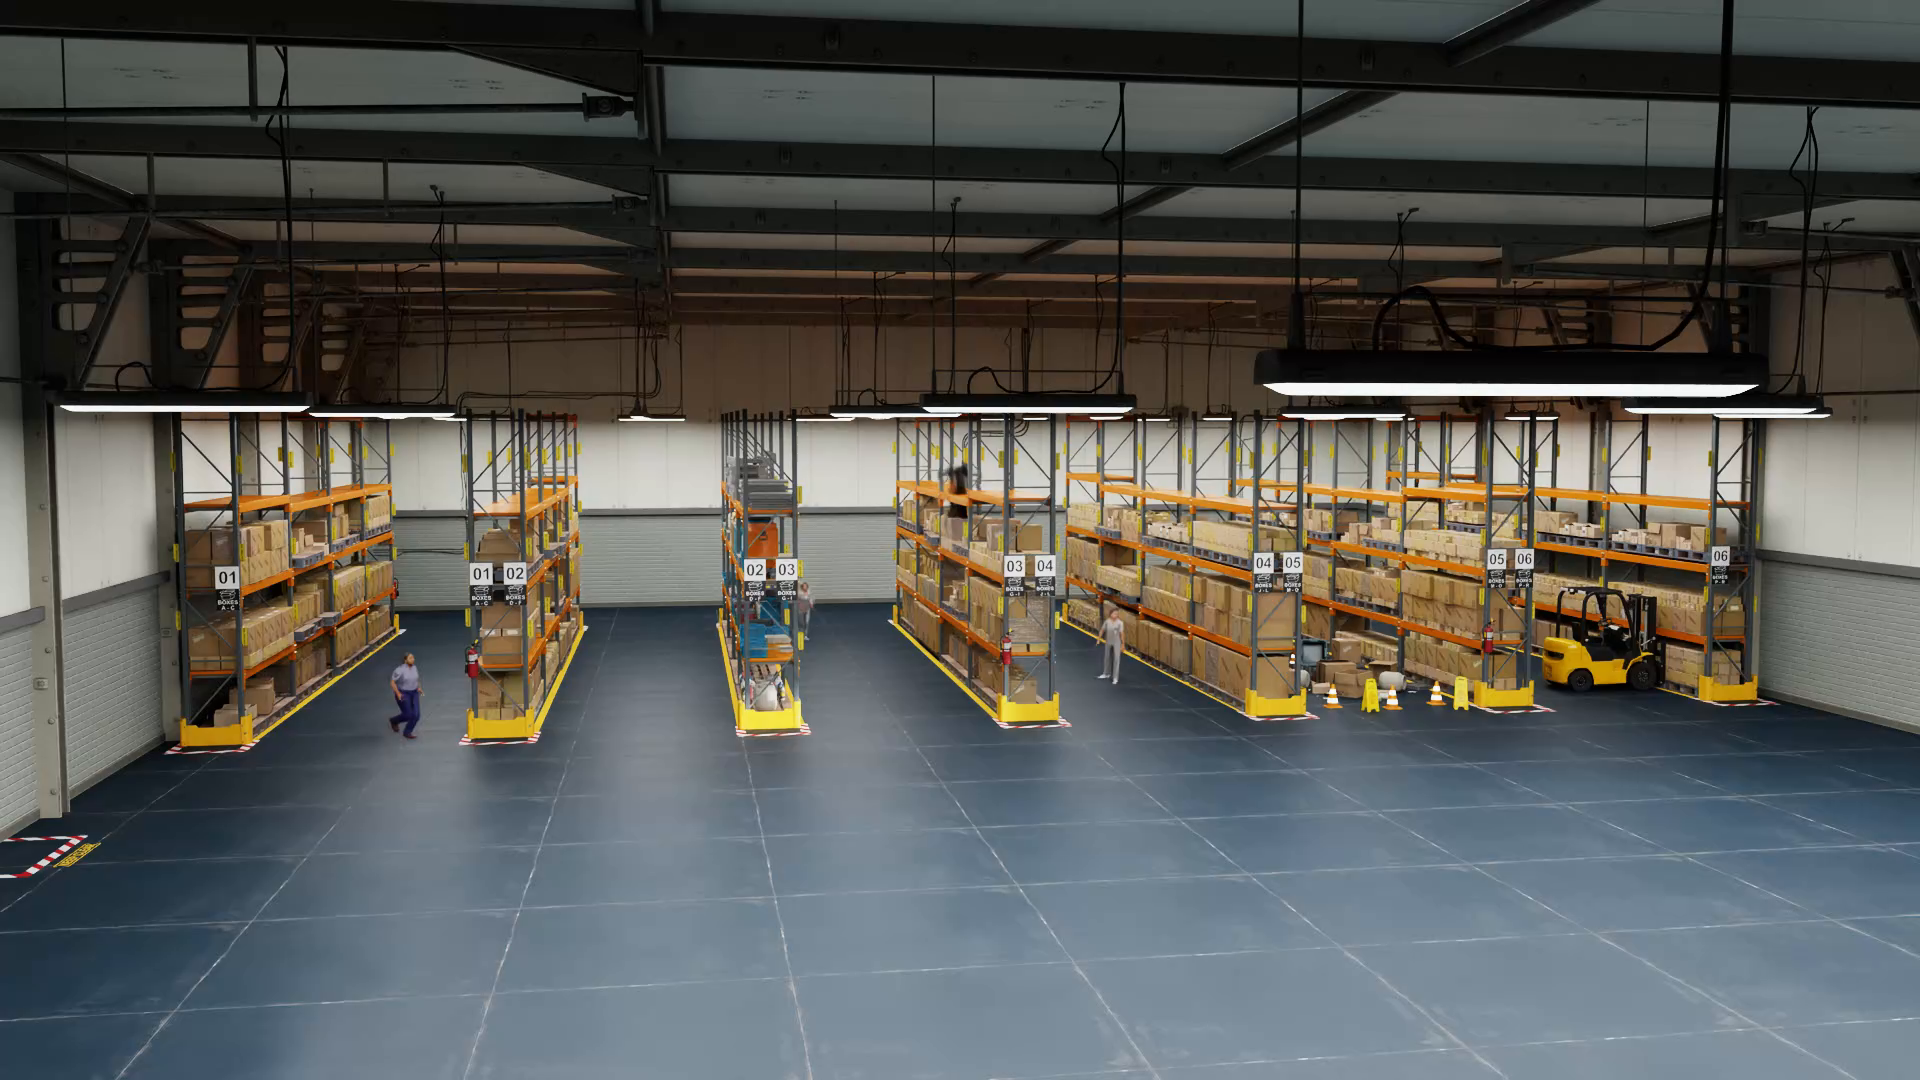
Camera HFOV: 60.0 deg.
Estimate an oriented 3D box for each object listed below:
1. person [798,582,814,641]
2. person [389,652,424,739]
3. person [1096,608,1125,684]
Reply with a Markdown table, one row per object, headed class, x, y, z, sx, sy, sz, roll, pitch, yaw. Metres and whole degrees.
| class | x | y | z | sx | sy | sz | roll | pitch | yaw |
| --- | --- | --- | --- | --- | --- | --- | --- | --- | --- |
| person | -4.182 | 1.881 | 44.143 | 0.547 | 1.552 | 0.678 | -2 | 4 | -26 |
| person | -10.068 | 2.826 | 30.230 | 0.582 | 1.591 | 0.599 | 3 | 5 | 33 |
| person | 3.352 | 2.325 | 36.959 | 0.614 | 1.663 | 0.761 | 1 | 4 | 18 |
